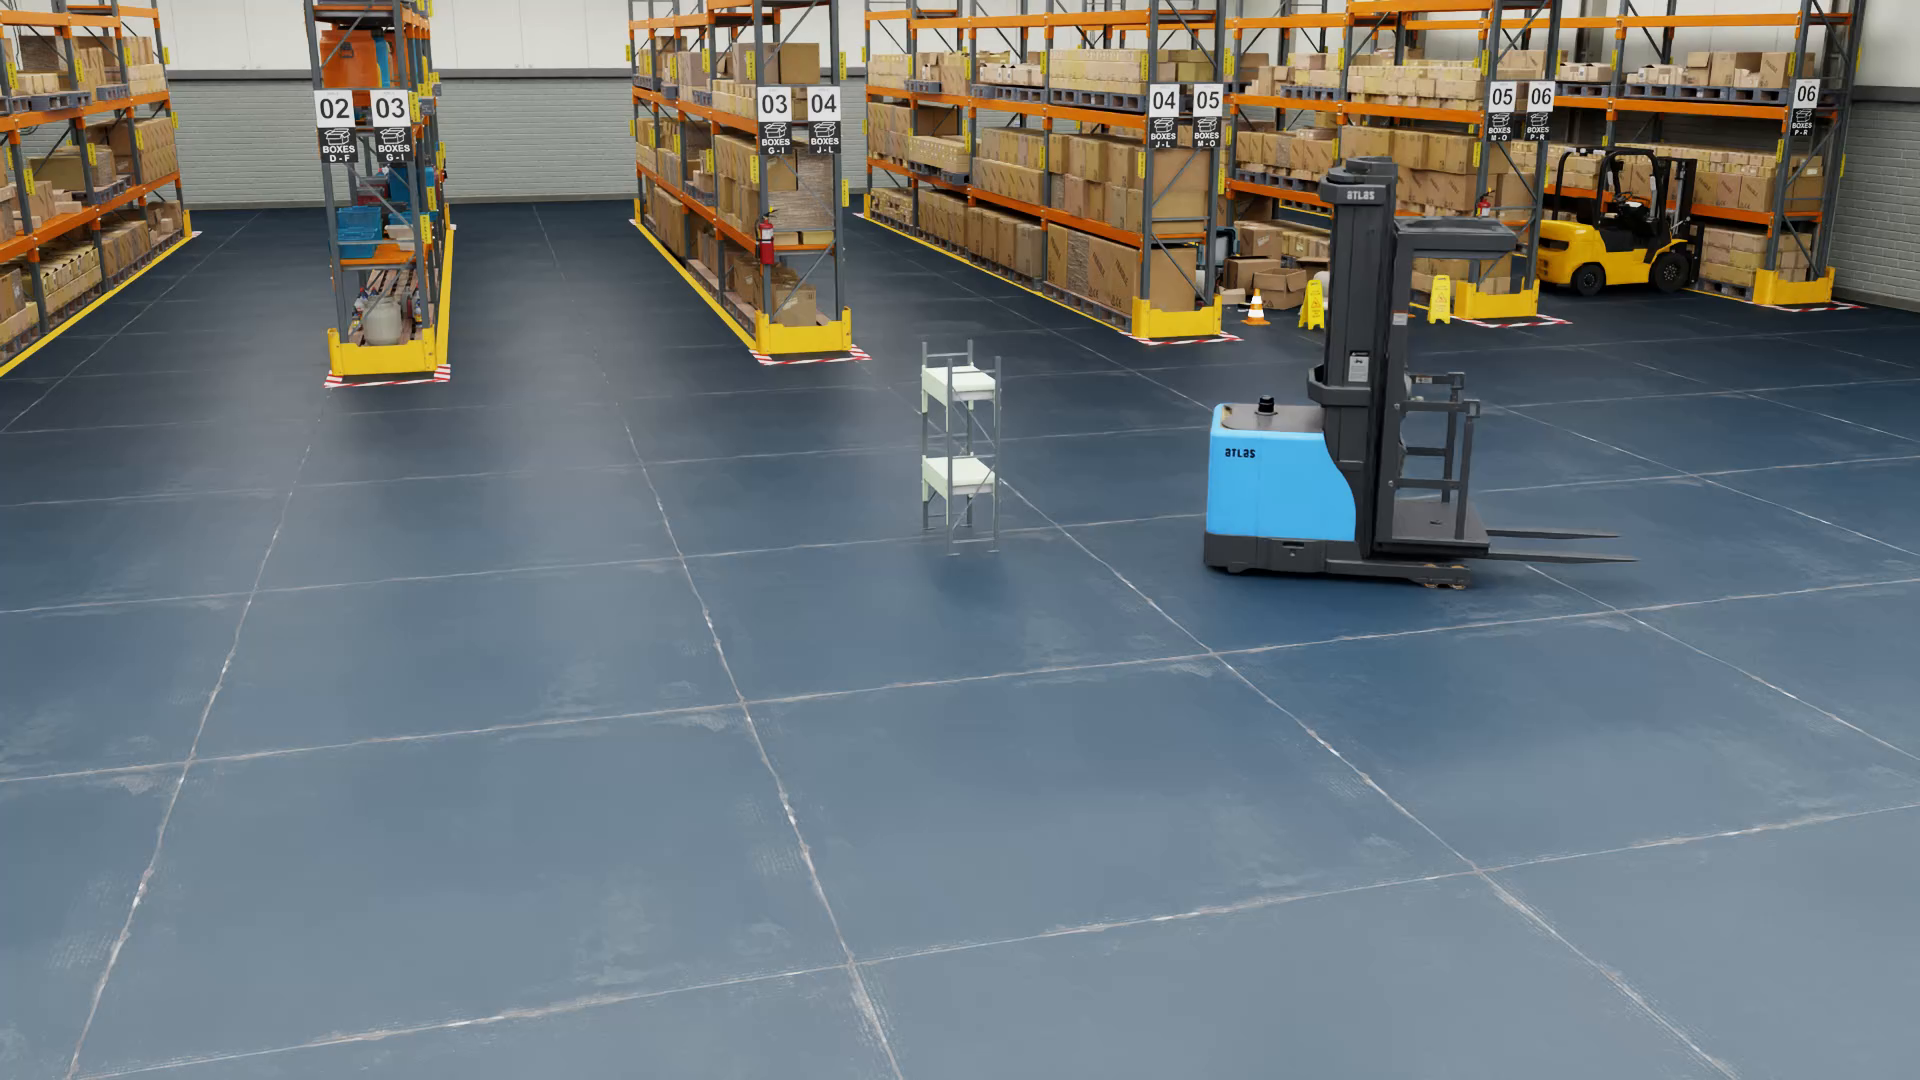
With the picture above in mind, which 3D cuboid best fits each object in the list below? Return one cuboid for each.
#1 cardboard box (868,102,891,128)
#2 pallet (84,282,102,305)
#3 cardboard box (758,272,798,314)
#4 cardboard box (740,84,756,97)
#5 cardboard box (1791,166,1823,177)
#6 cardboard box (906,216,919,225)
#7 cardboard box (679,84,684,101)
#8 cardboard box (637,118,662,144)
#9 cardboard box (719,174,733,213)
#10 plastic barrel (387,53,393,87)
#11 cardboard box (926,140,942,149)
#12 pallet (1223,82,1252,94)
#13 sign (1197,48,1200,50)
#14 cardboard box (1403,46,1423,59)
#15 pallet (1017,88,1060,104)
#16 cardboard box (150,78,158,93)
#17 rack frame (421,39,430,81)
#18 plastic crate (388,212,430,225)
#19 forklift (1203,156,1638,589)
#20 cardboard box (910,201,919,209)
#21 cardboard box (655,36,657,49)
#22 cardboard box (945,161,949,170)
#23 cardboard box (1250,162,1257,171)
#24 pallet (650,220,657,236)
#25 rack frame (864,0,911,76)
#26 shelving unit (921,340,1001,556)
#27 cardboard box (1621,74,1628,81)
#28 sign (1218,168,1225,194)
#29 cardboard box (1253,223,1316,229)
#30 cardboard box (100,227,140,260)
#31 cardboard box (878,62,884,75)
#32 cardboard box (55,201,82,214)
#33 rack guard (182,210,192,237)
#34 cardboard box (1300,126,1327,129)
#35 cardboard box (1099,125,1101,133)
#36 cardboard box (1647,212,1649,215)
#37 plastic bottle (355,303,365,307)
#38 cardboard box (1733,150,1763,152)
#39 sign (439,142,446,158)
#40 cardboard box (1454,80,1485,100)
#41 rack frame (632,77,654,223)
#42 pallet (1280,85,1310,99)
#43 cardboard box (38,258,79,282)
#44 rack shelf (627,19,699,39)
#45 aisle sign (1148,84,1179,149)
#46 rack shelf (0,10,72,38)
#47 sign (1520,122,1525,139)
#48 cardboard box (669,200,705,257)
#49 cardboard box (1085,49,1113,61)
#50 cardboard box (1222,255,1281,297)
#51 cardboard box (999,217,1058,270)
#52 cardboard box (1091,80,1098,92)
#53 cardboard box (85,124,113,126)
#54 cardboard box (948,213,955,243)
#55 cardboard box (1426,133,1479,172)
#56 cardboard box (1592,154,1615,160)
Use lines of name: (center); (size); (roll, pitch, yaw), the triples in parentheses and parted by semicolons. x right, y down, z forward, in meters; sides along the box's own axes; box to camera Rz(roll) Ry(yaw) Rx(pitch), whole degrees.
cardboard box: (-1.673, -9.120, 35.669); (0.500, 0.500, 0.500); (-5, 17, -16)
pallet: (-13.476, -3.670, 24.803); (1.003, 0.211, 1.213); (-5, 17, -15)
cardboard box: (-2.447, -3.321, 22.409); (0.500, 0.500, 0.500); (-3, 17, -10)
cardboard box: (-2.548, -5.629, 20.832); (0.380, 0.149, 0.250); (-5, 17, -15)
cardboard box: (12.516, -5.456, 24.599); (0.380, 0.149, 0.250); (-5, 17, -17)
cardboard box: (-0.877, -6.406, 33.291); (0.380, 0.149, 0.250); (-4, 17, -15)
cardboard box: (-4.255, -7.233, 26.865); (0.500, 0.250, 0.500); (-4, 17, -14)
cardboard box: (-6.328, -8.369, 34.038); (0.500, 0.500, 0.500); (-5, 17, -17)
cardboard box: (-2.872, -4.832, 23.133); (0.875, 0.500, 0.500); (-5, 17, -15)
plastic barrel: (-8.704, -6.844, 24.562); (0.600, 0.830, 0.708); (-5, 17, -15)
cardboard box: (-0.419, -7.352, 30.886); (0.380, 0.149, 0.250); (-4, 17, -13)
pallet: (5.162, -8.322, 30.557); (1.213, 0.211, 1.003); (-4, 17, -13)
sign: (4.809, -9.789, 33.667); (0.100, 0.325, 0.005); (-5, 17, -15)
cardboard box: (9.316, -10.058, 34.305); (0.396, 0.266, 0.258); (-5, 17, -15)
pallet: (1.458, -6.871, 25.731); (0.805, 0.209, 1.217); (-5, 18, -17)
cardboard box: (-15.192, -8.416, 30.803); (0.500, 0.250, 0.500); (-5, 17, -15)
rack frame: (-10.000, -9.607, 29.291); (1.000, 3.000, 0.127); (-5, 17, -15)
plastic crate: (-7.237, -4.165, 21.861); (0.499, 0.251, 0.616); (-5, 17, -15)
forklift: (3.345, -1.220, 11.920); (3.031, 2.935, 1.130); (3, 17, 10)
cardboard box: (-0.790, -6.688, 33.193); (0.380, 0.149, 0.250); (-4, 17, -14)
cardboard box: (-5.792, -9.764, 32.650); (0.500, 0.250, 0.500); (-5, 18, -17)
cardboard box: (-0.057, -6.704, 29.762); (0.380, 0.149, 0.250); (-4, 17, -14)
cardboard box: (5.376, -6.618, 29.477); (0.380, 0.149, 0.250); (-6, 18, -19)
pallet: (-5.711, -6.344, 33.705); (1.003, 0.211, 1.213); (-5, 17, -15)
rack frame: (-1.541, -11.469, 35.490); (1.000, 3.000, 0.127); (-5, 17, -15)
shelving unit: (0.002, -0.716, 12.730); (0.431, 1.500, 0.755); (-5, 17, -15)
cardboard box: (11.216, -7.905, 28.372); (0.380, 0.149, 0.250); (-5, 17, -15)
sign: (3.392, -4.665, 21.625); (0.100, 0.325, 0.005); (-5, 17, -15)
cardboard box: (5.746, -5.384, 29.500); (0.950, 0.372, 0.625); (-5, 17, -16)
cardboard box: (-14.088, -4.966, 27.852); (0.500, 0.500, 0.500); (-4, 17, -15)
cardboard box: (-1.398, -9.773, 34.450); (0.500, 0.250, 0.500); (-4, 17, -15)
cardboard box: (-13.152, -4.889, 24.451); (0.380, 0.149, 0.250); (-5, 17, -15)
rack guard: (-15.843, -6.231, 32.827); (1.175, 0.500, 0.348); (-5, 17, -15)
cardboard box: (6.110, -7.074, 28.739); (0.380, 0.149, 0.250); (-6, 18, -18)
cardboard box: (3.347, -9.102, 36.128); (0.500, 0.500, 0.500); (-5, 17, -16)
cardboard box: (11.581, -5.331, 27.798); (0.500, 0.250, 0.500); (-4, 17, -14)
plastic bottle: (-7.710, -2.904, 21.375); (0.152, 0.276, 0.135); (-5, 17, -17)
cardboard box: (12.219, -5.961, 25.765); (0.380, 0.149, 0.250); (-5, 17, -17)
sign: (-10.575, -7.966, 33.974); (0.100, 0.325, 0.005); (-5, 17, -15)
cardboard box: (7.188, -6.217, 22.963); (0.500, 0.250, 0.500); (-5, 17, -16)
rack frame: (-6.338, -8.231, 35.141); (1.000, 3.000, 0.127); (-5, 17, -15)
pallet: (6.134, -7.508, 27.845); (1.213, 0.211, 1.003); (-5, 17, -15)
cardboard box: (-12.863, -3.842, 23.603); (0.500, 0.311, 0.500); (-4, 17, -14)
rack shelf: (-5.788, -10.015, 32.597); (1.077, 0.370, 4.000); (-5, 17, -15)
aisle sign: (2.587, -5.372, 21.102); (0.394, 0.787, 0.004); (-5, 17, -15)
rack shelf: (-13.115, -7.020, 22.627); (1.077, 0.370, 4.000); (-5, 17, -15)
sign: (10.694, -7.795, 31.675); (0.100, 0.325, 0.005); (-5, 17, -15)
cardboard box: (-4.309, -5.395, 28.660); (1.225, 0.875, 0.875); (-6, 18, -18)
cardboard box: (1.948, -6.675, 22.893); (0.380, 0.149, 0.250); (-5, 17, -16)
cardboard box: (4.406, -4.002, 25.165); (0.797, 0.637, 0.503); (-5, 17, -15)
cardboard box: (1.239, -4.832, 27.004); (1.050, 0.750, 0.750); (-5, 17, -15)
cardboard box: (2.020, -6.222, 22.771); (0.380, 0.149, 0.250); (-4, 17, -15)
cardboard box: (-15.295, -7.130, 29.564); (0.500, 0.500, 0.500); (-5, 17, -16)
cardboard box: (0.086, -5.692, 30.302); (0.500, 0.500, 0.500); (-4, 17, -13)
cardboard box: (7.106, -5.523, 23.696); (0.700, 0.500, 0.500); (-5, 17, -15)
cardboard box: (10.953, -6.525, 28.157); (0.380, 0.149, 0.250); (-4, 17, -13)
